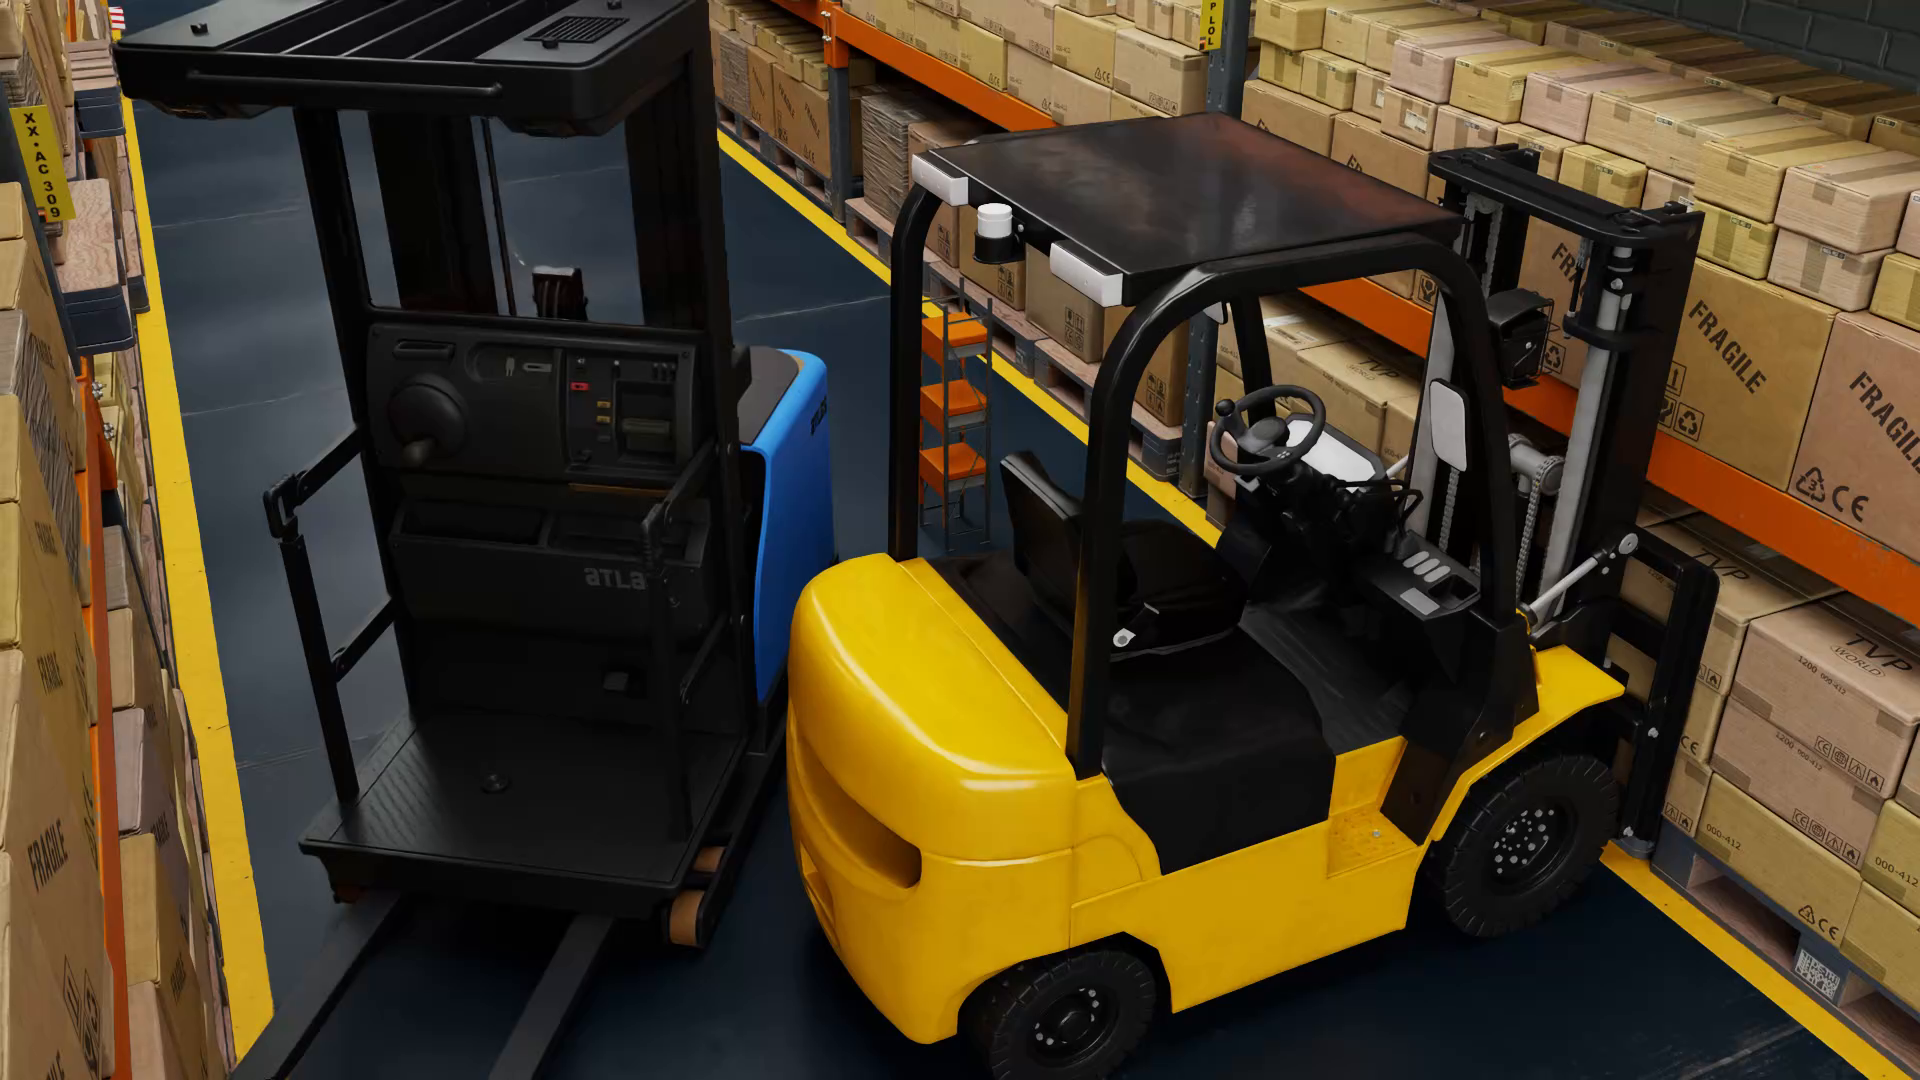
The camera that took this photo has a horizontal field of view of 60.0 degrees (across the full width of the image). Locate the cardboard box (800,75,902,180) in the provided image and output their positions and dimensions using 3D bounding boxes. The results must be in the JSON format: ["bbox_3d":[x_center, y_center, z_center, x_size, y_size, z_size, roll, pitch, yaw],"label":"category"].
[{"bbox_3d":[-0.682,-2.607,10.458,0.500,0.500,0.500,-12,31,-21],"label":"cardboard box"}]

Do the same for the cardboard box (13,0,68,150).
[{"bbox_3d":[-3.428,-1.627,5.750,0.500,0.500,0.500,-13,32,-22],"label":"cardboard box"}]

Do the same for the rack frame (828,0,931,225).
[{"bbox_3d":[-0.306,-3.372,9.697,1.000,3.000,0.127,-13,32,-22],"label":"rack frame"}]

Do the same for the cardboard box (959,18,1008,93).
[{"bbox_3d":[0.324,-2.380,8.082,0.500,0.250,0.500,-12,31,-20],"label":"cardboard box"}]

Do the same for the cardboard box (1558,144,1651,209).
[{"bbox_3d":[1.956,-1.048,4.787,0.380,0.149,0.250,-14,32,-23],"label":"cardboard box"}]

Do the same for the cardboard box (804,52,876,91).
[{"bbox_3d":[-0.747,-2.913,10.341,0.380,0.149,0.250,-15,32,-24],"label":"cardboard box"}]

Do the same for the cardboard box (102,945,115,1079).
[{"bbox_3d":[-1.541,0.757,2.589,0.380,0.149,0.250,-13,32,-21],"label":"cardboard box"}]

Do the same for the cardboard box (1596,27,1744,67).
[{"bbox_3d":[2.274,-1.534,5.349,0.380,0.149,0.250,-14,32,-23],"label":"cardboard box"}]

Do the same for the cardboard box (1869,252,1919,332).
[{"bbox_3d":[2.438,-0.605,3.997,0.380,0.149,0.250,-13,32,-22],"label":"cardboard box"}]

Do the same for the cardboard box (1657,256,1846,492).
[{"bbox_3d":[2.245,-0.501,4.475,0.500,0.500,0.500,-14,32,-23],"label":"cardboard box"}]

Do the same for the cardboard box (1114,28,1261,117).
[{"bbox_3d":[0.969,-1.921,6.751,0.500,0.250,0.500,-14,32,-23],"label":"cardboard box"}]

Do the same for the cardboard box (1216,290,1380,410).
[{"bbox_3d":[1.335,-0.745,6.372,0.500,0.250,0.500,-14,32,-23],"label":"cardboard box"}]

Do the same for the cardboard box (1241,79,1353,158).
[{"bbox_3d":[1.366,-1.398,6.074,0.500,0.500,0.500,-14,32,-23],"label":"cardboard box"}]

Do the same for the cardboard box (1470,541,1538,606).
[{"bbox_3d":[1.979,0.141,5.302,0.500,0.250,0.500,-13,32,-22],"label":"cardboard box"}]

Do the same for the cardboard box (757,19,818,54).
[{"bbox_3d":[-1.145,-3.389,11.189,0.380,0.149,0.250,-14,32,-23],"label":"cardboard box"}]

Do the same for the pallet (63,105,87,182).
[{"bbox_3d":[-3.901,-1.379,6.338,1.003,0.211,1.213,-13,32,-22],"label":"pallet"}]

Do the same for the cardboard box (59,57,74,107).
[{"bbox_3d":[-3.873,-1.870,6.845,0.380,0.149,0.250,-13,32,-21],"label":"cardboard box"}]

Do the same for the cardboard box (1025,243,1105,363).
[{"bbox_3d":[0.851,-1.325,8.045,0.875,0.625,0.625,-13,32,-22],"label":"cardboard box"}]

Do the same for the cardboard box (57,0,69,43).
[{"bbox_3d":[-4.770,-2.532,8.351,0.500,0.250,0.500,-14,32,-23],"label":"cardboard box"}]

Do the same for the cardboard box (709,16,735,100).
[{"bbox_3d":[-1.571,-3.516,12.080,0.500,0.500,0.500,-14,32,-23],"label":"cardboard box"}]

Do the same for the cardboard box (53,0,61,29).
[{"bbox_3d":[-4.341,-2.542,7.381,0.500,0.500,0.500,-14,32,-23],"label":"cardboard box"}]

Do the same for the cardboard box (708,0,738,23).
[{"bbox_3d":[-1.597,-3.847,12.007,0.380,0.149,0.250,-13,32,-22],"label":"cardboard box"}]

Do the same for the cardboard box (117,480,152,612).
[{"bbox_3d":[-3.298,0.171,5.636,0.950,0.372,0.625,-13,32,-21],"label":"cardboard box"}]

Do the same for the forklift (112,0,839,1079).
[{"bbox_3d":[-1.200,-0.322,4.327,1.130,2.935,3.031,5,30,9],"label":"forklift"}]

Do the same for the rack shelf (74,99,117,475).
[{"bbox_3d":[-3.929,-1.131,6.435,1.077,0.370,4.000,-13,32,-22],"label":"rack shelf"}]

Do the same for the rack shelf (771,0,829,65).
[{"bbox_3d":[-1.165,-3.942,11.448,1.077,0.370,4.000,-13,32,-22],"label":"rack shelf"}]

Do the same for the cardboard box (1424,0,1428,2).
[{"bbox_3d":[1.821,-1.984,6.151,0.380,0.149,0.250,-13,32,-22],"label":"cardboard box"}]

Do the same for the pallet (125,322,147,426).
[{"bbox_3d":[-4.453,-0.766,7.901,1.003,0.211,1.213,-13,32,-22],"label":"pallet"}]

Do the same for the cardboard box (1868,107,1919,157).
[{"bbox_3d":[2.717,-1.084,4.547,0.380,0.149,0.250,-14,32,-23],"label":"cardboard box"}]

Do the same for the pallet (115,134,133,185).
[{"bbox_3d":[-6.105,-2.554,11.088,1.003,0.211,1.213,-13,32,-22],"label":"pallet"}]

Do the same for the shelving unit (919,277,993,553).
[{"bbox_3d":[-0.023,-0.482,6.535,0.215,1.050,0.252,-13,32,-22],"label":"shelving unit"}]

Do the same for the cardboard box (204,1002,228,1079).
[{"bbox_3d":[-1.908,1.342,3.672,0.500,0.250,0.500,-11,31,-19],"label":"cardboard box"}]

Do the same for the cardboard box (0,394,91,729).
[{"bbox_3d":[-1.977,0.089,3.118,0.500,0.500,0.500,-14,32,-23],"label":"cardboard box"}]

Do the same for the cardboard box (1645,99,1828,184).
[{"bbox_3d":[2.120,-1.085,4.548,0.380,0.149,0.250,-13,32,-21],"label":"cardboard box"}]

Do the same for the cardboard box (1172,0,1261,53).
[{"bbox_3d":[1.064,-2.036,6.548,0.380,0.149,0.250,-12,31,-20],"label":"cardboard box"}]

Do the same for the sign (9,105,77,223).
[{"bbox_3d":[-2.583,-1.056,4.681,0.100,0.325,0.005,-13,32,-22],"label":"sign"}]

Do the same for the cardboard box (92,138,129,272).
[{"bbox_3d":[-5.009,-1.907,8.827,0.875,0.875,0.875,-13,32,-22],"label":"cardboard box"}]

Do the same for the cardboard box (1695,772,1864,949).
[{"bbox_3d":[2.436,0.815,4.611,0.500,0.250,0.500,-13,32,-22],"label":"cardboard box"}]

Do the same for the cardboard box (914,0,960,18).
[{"bbox_3d":[0.086,-2.821,8.356,0.500,0.250,0.500,-14,32,-23],"label":"cardboard box"}]

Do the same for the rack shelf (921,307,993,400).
[{"bbox_3d":[-0.023,-0.720,6.402,0.215,0.259,0.240,-13,32,-22],"label":"rack shelf"}]

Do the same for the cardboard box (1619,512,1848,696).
[{"bbox_3d":[2.199,0.159,4.759,0.500,0.250,0.500,-13,32,-21],"label":"cardboard box"}]

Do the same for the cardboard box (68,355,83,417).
[{"bbox_3d":[-2.657,-0.374,4.606,0.380,0.149,0.250,-13,32,-22],"label":"cardboard box"}]

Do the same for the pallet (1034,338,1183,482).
[{"bbox_3d":[1.060,-0.706,7.793,1.003,0.211,1.213,-13,32,-22],"label":"pallet"}]

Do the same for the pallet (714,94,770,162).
[{"bbox_3d":[-1.112,-3.032,11.941,1.003,0.211,1.213,-13,32,-22],"label":"pallet"}]

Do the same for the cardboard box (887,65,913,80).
[{"bbox_3d":[-0.248,-3.044,10.574,0.380,0.149,0.250,-11,31,-19],"label":"cardboard box"}]

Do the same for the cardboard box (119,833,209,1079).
[{"bbox_3d":[-1.897,1.017,3.485,0.500,0.500,0.500,-12,32,-21],"label":"cardboard box"}]

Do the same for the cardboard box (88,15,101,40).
[{"bbox_3d":[-6.677,-3.461,12.045,0.875,0.438,0.875,-14,32,-23],"label":"cardboard box"}]

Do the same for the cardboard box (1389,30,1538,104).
[{"bbox_3d":[1.609,-1.516,5.316,0.380,0.149,0.250,-12,32,-21],"label":"cardboard box"}]

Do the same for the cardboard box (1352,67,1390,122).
[{"bbox_3d":[1.560,-1.512,5.615,0.380,0.149,0.250,-13,32,-22],"label":"cardboard box"}]
